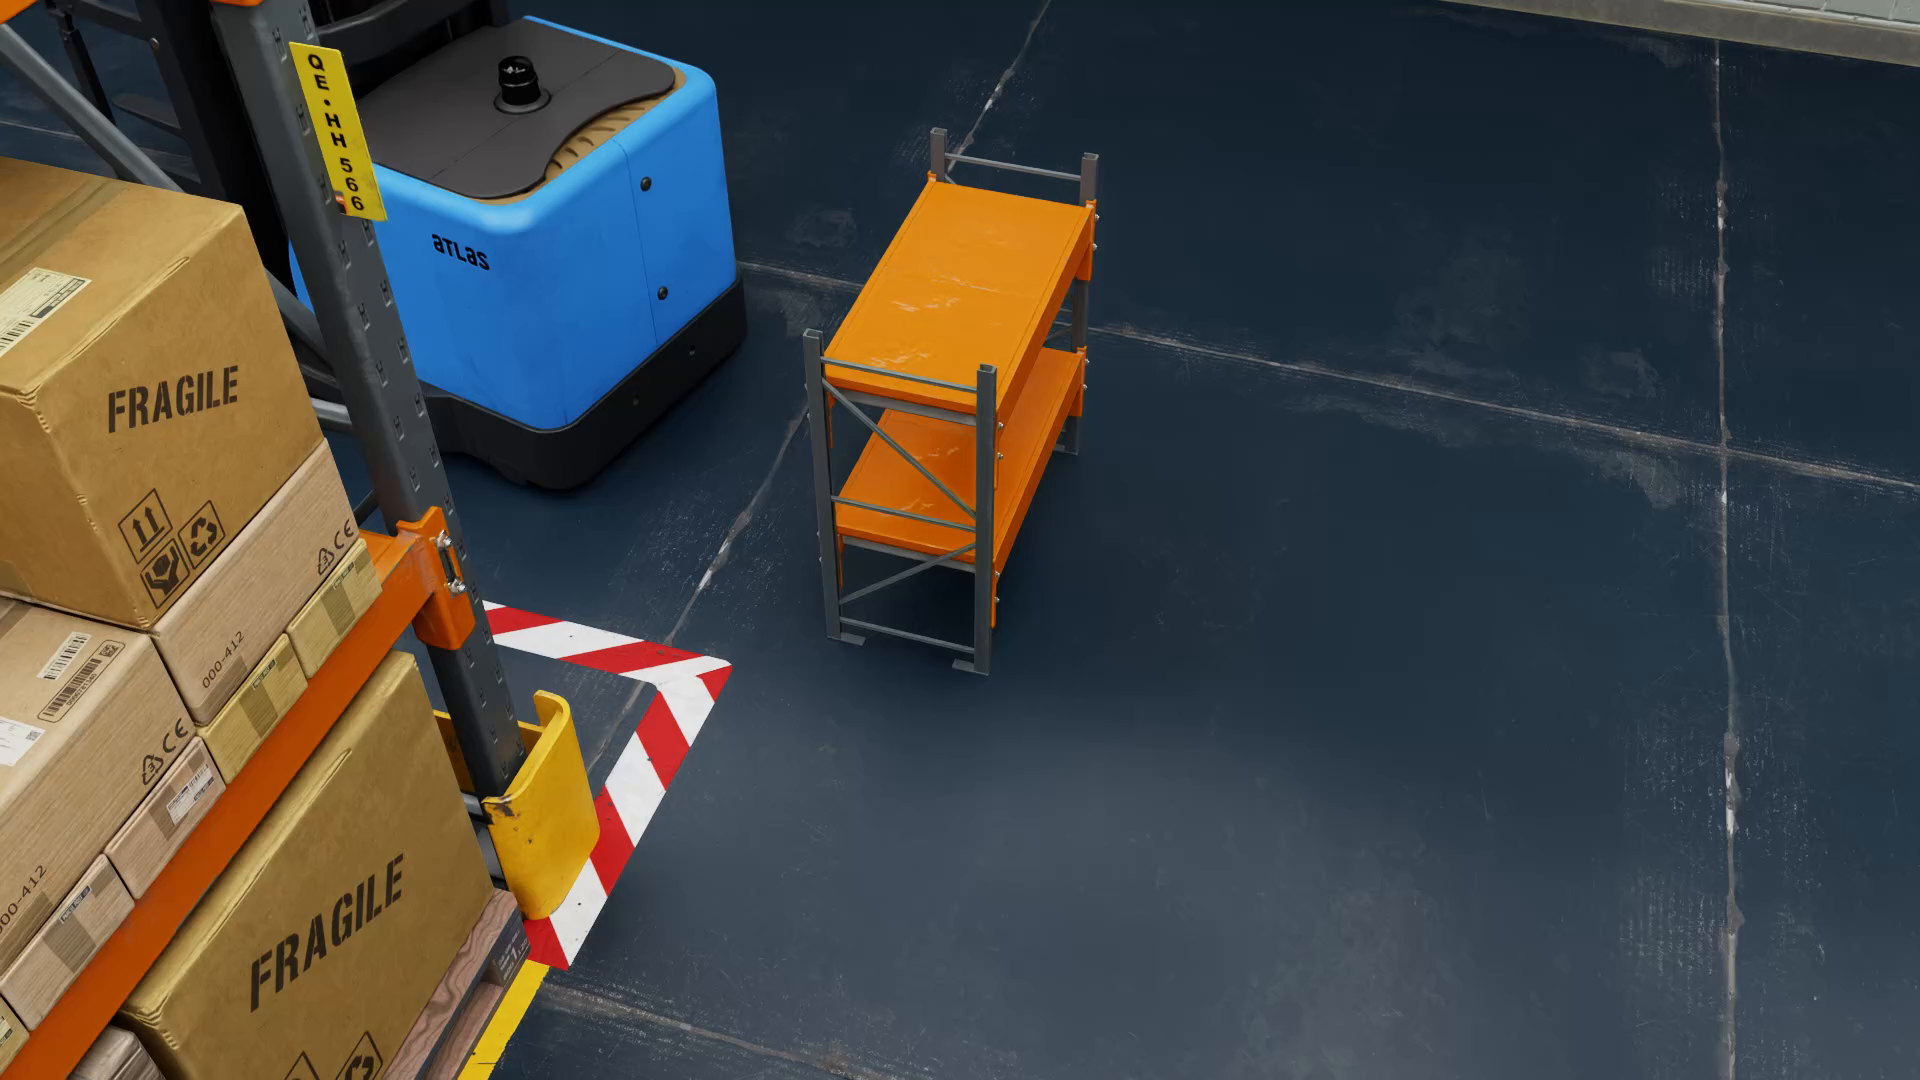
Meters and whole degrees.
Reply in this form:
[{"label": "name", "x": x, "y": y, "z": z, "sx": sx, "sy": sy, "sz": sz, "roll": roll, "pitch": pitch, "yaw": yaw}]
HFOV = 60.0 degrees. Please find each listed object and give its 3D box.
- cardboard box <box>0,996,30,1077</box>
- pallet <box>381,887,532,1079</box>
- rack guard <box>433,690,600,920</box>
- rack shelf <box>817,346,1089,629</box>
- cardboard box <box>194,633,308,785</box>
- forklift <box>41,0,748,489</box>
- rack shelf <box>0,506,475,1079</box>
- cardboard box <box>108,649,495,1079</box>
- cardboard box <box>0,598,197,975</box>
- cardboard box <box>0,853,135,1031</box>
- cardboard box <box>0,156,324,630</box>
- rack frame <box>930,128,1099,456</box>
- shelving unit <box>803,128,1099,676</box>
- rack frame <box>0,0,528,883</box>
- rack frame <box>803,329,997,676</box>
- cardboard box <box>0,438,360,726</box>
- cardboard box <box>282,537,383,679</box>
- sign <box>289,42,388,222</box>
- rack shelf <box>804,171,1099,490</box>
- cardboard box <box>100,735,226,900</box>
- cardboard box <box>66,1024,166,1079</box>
[{"label": "cardboard box", "x": -1.664, "y": 0.769, "z": 2.499, "sx": 0.380, "sy": 0.149, "sz": 0.250, "roll": 12, "pitch": 46, "yaw": 12}, {"label": "pallet", "x": -1.730, "y": 1.237, "z": 3.835, "sx": 1.003, "sy": 0.211, "sz": 1.213, "roll": 13, "pitch": 46, "yaw": 13}, {"label": "rack guard", "x": -1.555, "y": 0.568, "z": 4.312, "sx": 1.175, "sy": 0.500, "sz": 0.348, "roll": 13, "pitch": 46, "yaw": 13}, {"label": "rack shelf", "x": 0.002, "y": -0.232, "z": 5.032, "sx": 0.538, "sy": 0.278, "sz": 1.000, "roll": 13, "pitch": 46, "yaw": 13}, {"label": "cardboard box", "x": -1.433, "y": 0.262, "z": 3.018, "sx": 0.380, "sy": 0.149, "sz": 0.250, "roll": 13, "pitch": 46, "yaw": 13}, {"label": "forklift", "x": -2.287, "y": -1.980, "z": 5.178, "sx": 3.031, "sy": 2.935, "sz": 1.130, "roll": 22, "pitch": 49, "yaw": 21}, {"label": "rack shelf", "x": -2.168, "y": 1.281, "z": 2.310, "sx": 1.077, "sy": 0.370, "sz": 4.000, "roll": 13, "pitch": 46, "yaw": 13}, {"label": "cardboard box", "x": -1.680, "y": 0.744, "z": 3.564, "sx": 0.875, "sy": 0.875, "sz": 0.875, "roll": 13, "pitch": 46, "yaw": 13}, {"label": "cardboard box", "x": -1.610, "y": 0.356, "z": 2.637, "sx": 0.500, "sy": 0.250, "sz": 0.500, "roll": 12, "pitch": 46, "yaw": 12}, {"label": "cardboard box", "x": -1.587, "y": 0.596, "z": 2.676, "sx": 0.380, "sy": 0.149, "sz": 0.250, "roll": 13, "pitch": 46, "yaw": 13}, {"label": "cardboard box", "x": -1.459, "y": -0.249, "z": 2.718, "sx": 0.500, "sy": 0.500, "sz": 0.500, "roll": 13, "pitch": 46, "yaw": 13}, {"label": "rack frame", "x": 0.156, "y": -0.745, "z": 5.207, "sx": 0.500, "sy": 1.125, "sz": 0.032, "roll": 13, "pitch": 46, "yaw": 13}, {"label": "shelving unit", "x": 0.002, "y": -0.407, "z": 4.861, "sx": 0.538, "sy": 1.125, "sz": 1.048, "roll": 13, "pitch": 46, "yaw": 13}, {"label": "rack frame", "x": -1.562, "y": -0.309, "z": 3.421, "sx": 1.000, "sy": 3.000, "sz": 0.127, "roll": 13, "pitch": 46, "yaw": 13}, {"label": "rack frame", "x": -0.152, "y": -0.068, "z": 4.515, "sx": 0.500, "sy": 1.125, "sz": 0.032, "roll": 13, "pitch": 46, "yaw": 13}, {"label": "cardboard box", "x": -1.456, "y": 0.018, "z": 2.982, "sx": 0.500, "sy": 0.250, "sz": 0.500, "roll": 12, "pitch": 46, "yaw": 12}, {"label": "cardboard box", "x": -1.356, "y": 0.088, "z": 3.195, "sx": 0.380, "sy": 0.149, "sz": 0.250, "roll": 13, "pitch": 46, "yaw": 13}, {"label": "sign", "x": -1.049, "y": -0.683, "z": 2.806, "sx": 0.100, "sy": 0.325, "sz": 0.005, "roll": 13, "pitch": 46, "yaw": 13}, {"label": "rack shelf", "x": 0.002, "y": -0.616, "z": 4.656, "sx": 0.538, "sy": 0.278, "sz": 1.000, "roll": 13, "pitch": 46, "yaw": 13}, {"label": "cardboard box", "x": -1.511, "y": 0.429, "z": 2.846, "sx": 0.380, "sy": 0.149, "sz": 0.250, "roll": 13, "pitch": 46, "yaw": 13}, {"label": "cardboard box", "x": -1.955, "y": 1.350, "z": 2.944, "sx": 0.875, "sy": 0.875, "sz": 0.875, "roll": 13, "pitch": 46, "yaw": 13}]
